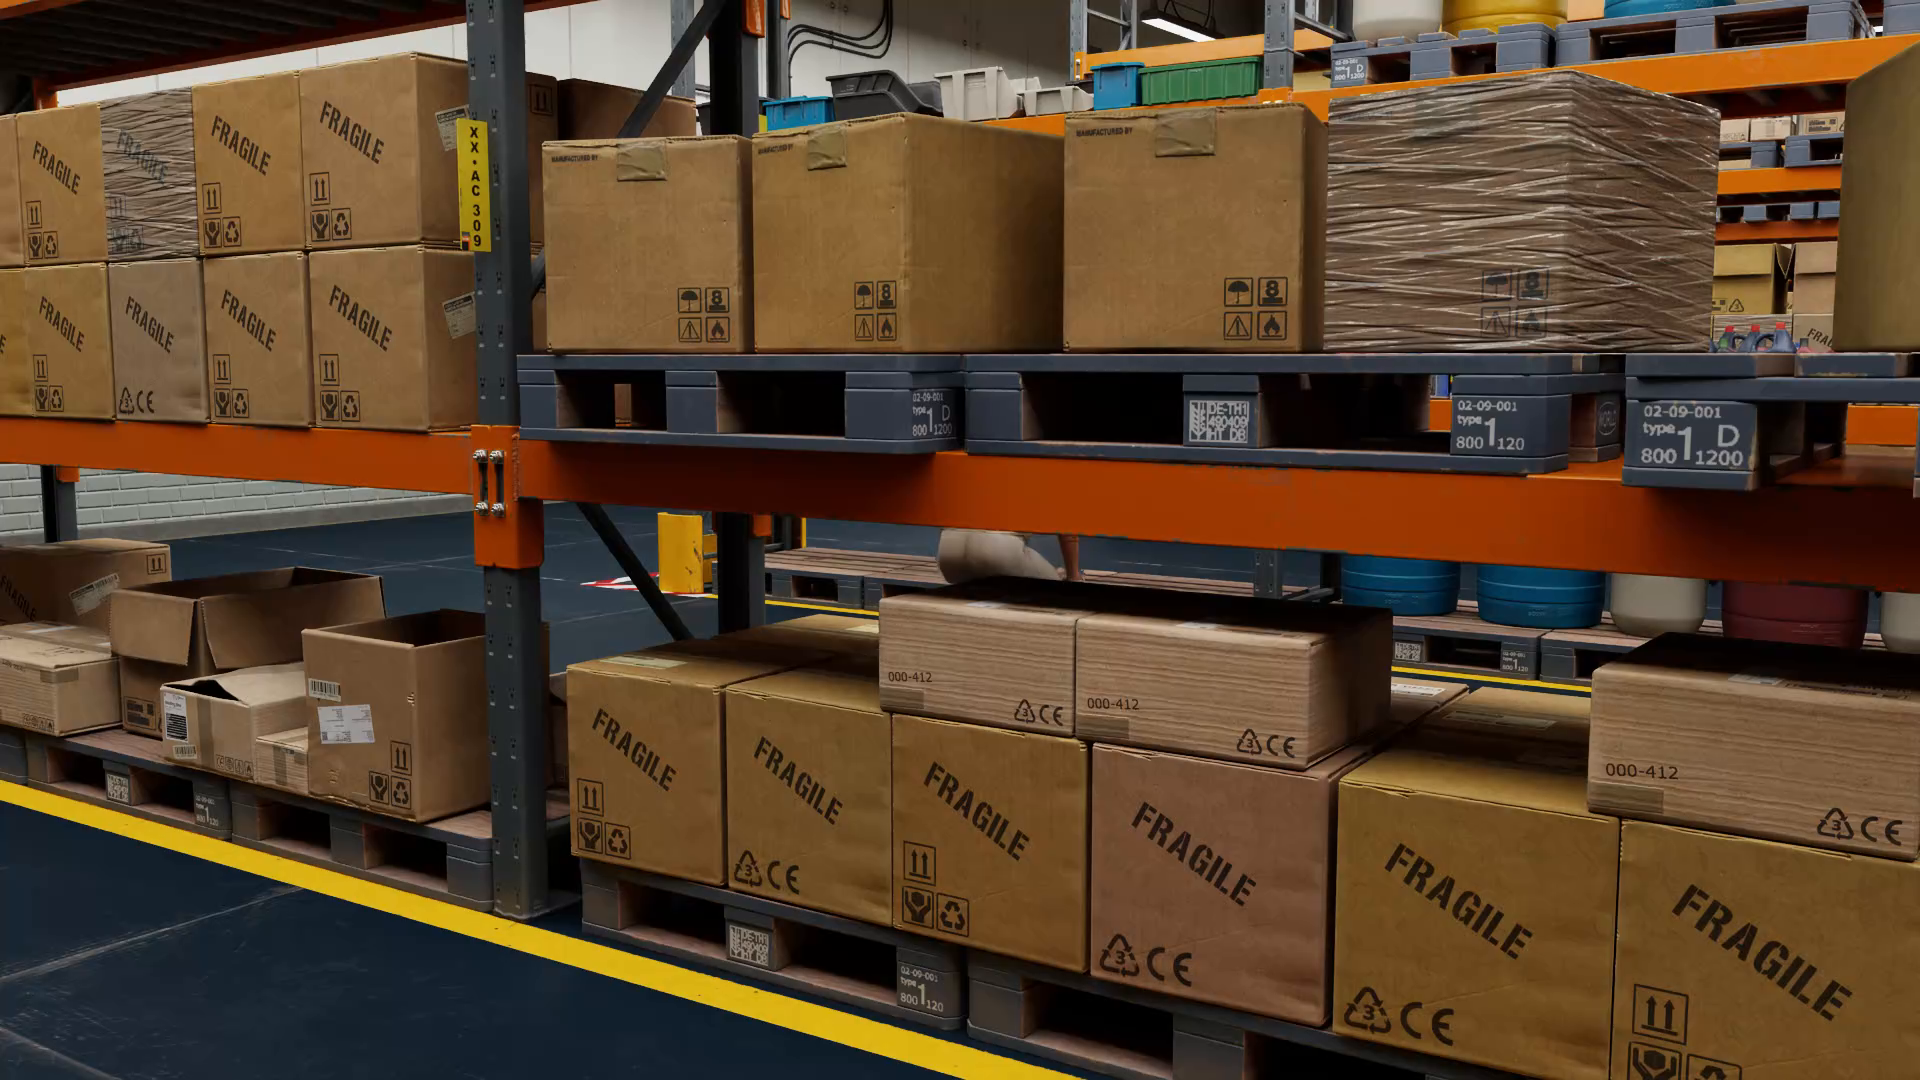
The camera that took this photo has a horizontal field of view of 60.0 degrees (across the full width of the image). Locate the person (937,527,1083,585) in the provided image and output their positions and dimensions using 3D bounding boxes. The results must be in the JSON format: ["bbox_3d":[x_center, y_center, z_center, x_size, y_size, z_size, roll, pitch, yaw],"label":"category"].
[{"bbox_3d":[0.190,0.058,7.372,0.588,1.289,0.770,4,8,34],"label":"person"}]
